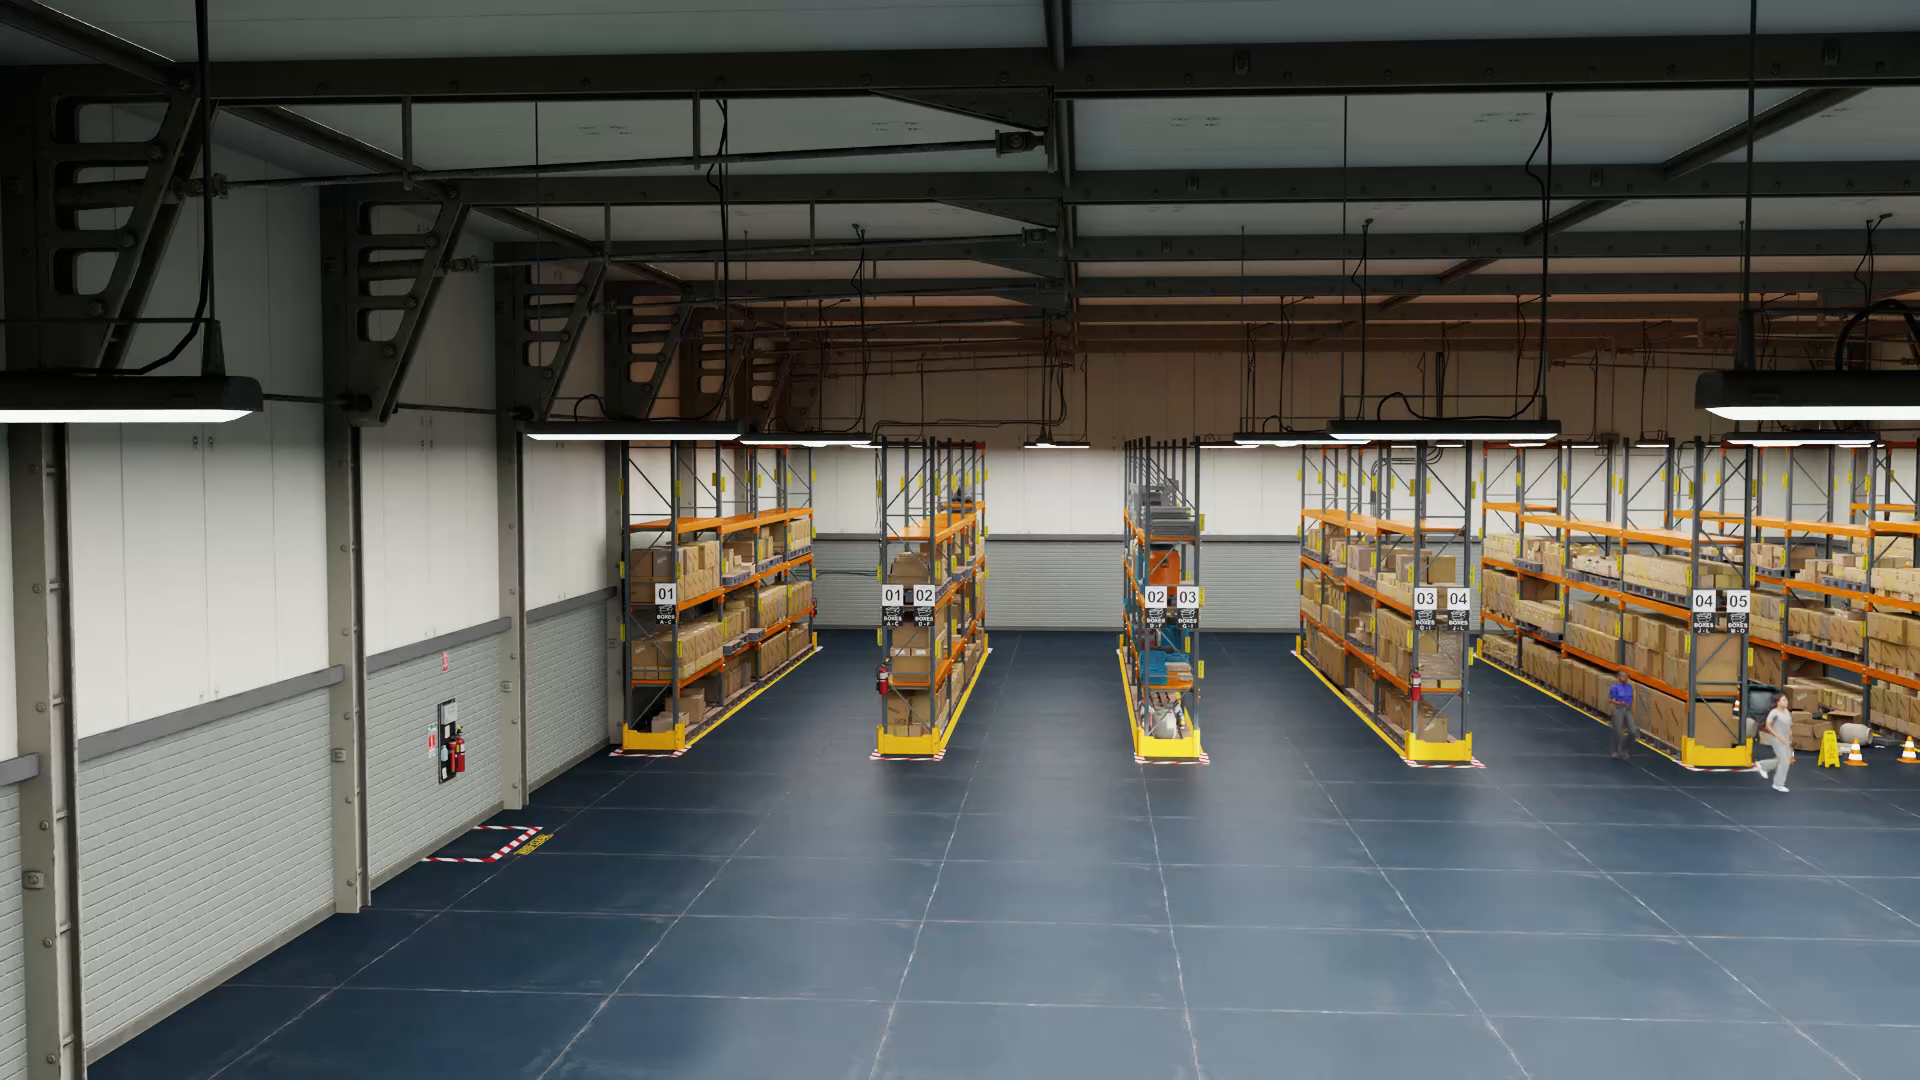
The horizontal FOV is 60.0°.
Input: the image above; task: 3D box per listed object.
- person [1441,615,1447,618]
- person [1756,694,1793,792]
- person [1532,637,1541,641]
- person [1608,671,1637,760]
[{"bbox_3d":[13.090,2.424,44.516,0.650,1.786,0.887,0,3,7],"label":"person"},{"bbox_3d":[13.805,3.407,28.181,0.573,1.656,0.637,-2,4,-30],"label":"person"},{"bbox_3d":[16.339,2.437,47.020,0.543,1.535,0.543,-1,3,-20],"label":"person"},{"bbox_3d":[12.308,3.256,30.823,0.575,1.666,0.593,0,3,-7],"label":"person"}]
